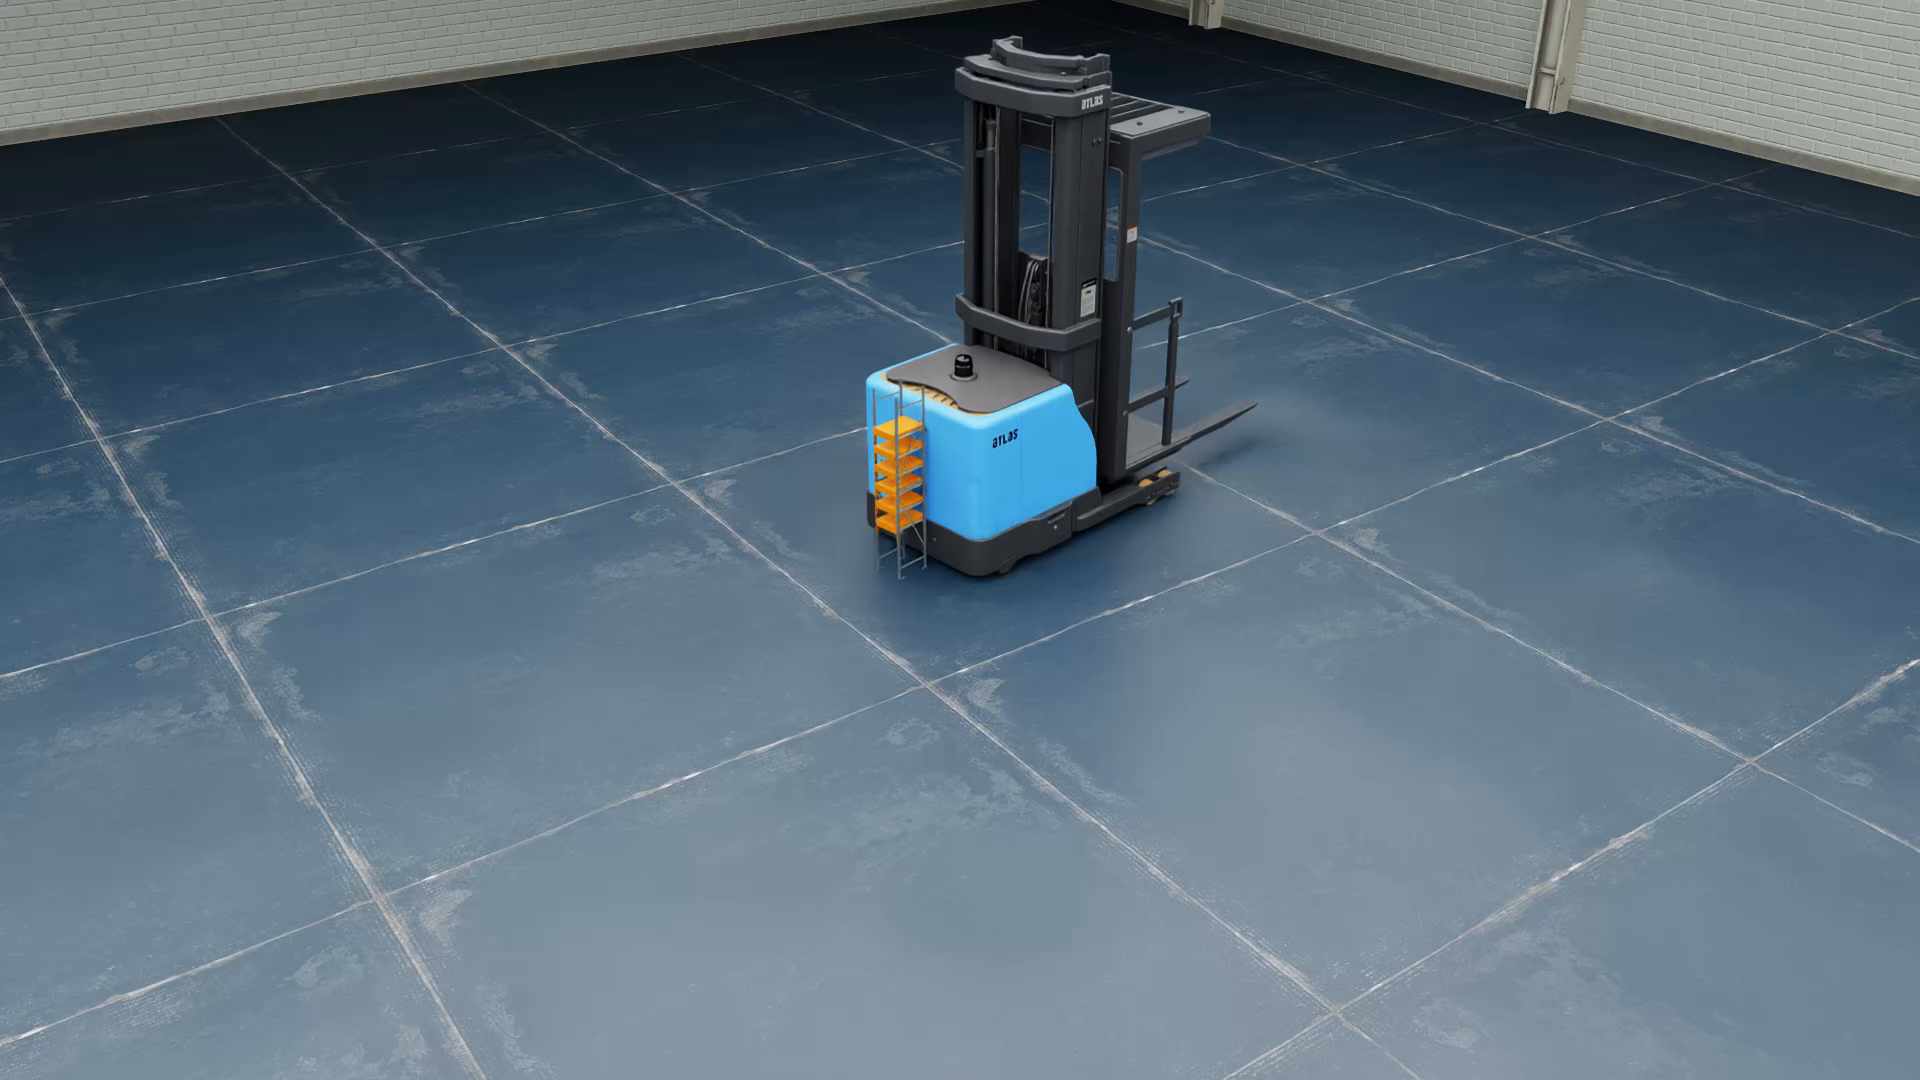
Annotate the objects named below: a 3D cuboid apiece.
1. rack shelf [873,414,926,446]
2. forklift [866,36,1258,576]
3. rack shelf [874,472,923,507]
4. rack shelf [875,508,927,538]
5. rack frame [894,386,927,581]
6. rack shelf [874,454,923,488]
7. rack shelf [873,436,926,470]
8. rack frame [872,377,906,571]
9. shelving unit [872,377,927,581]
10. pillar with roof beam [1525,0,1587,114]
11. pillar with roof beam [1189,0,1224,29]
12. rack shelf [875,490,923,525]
[{"bbox_3d":[-0.355,-0.629,9.716,0.180,0.103,0.258,25,37,37],"label":"rack shelf"},{"bbox_3d":[0.813,-1.674,10.489,3.031,2.935,1.130,-25,37,-38],"label":"forklift"},{"bbox_3d":[-0.355,-0.312,9.887,0.180,0.103,0.258,25,37,37],"label":"rack shelf"},{"bbox_3d":[-0.355,-0.101,10.002,0.180,0.103,0.258,25,37,37],"label":"rack shelf"},{"bbox_3d":[-0.289,-0.321,9.811,0.006,1.200,0.240,25,37,37],"label":"rack frame"},{"bbox_3d":[-0.355,-0.418,9.830,0.180,0.103,0.258,25,37,37],"label":"rack shelf"},{"bbox_3d":[-0.355,-0.523,9.773,0.180,0.103,0.258,25,37,37],"label":"rack shelf"},{"bbox_3d":[-0.421,-0.381,9.922,0.006,1.200,0.240,25,37,37],"label":"rack frame"},{"bbox_3d":[-0.355,-0.351,9.866,0.189,1.200,0.258,25,37,37],"label":"shelving unit"},{"bbox_3d":[3.564,-7.957,15.700,9.100,9.000,0.400,-19,34,-31],"label":"pillar with roof beam"},{"bbox_3d":[0.083,-10.290,19.995,9.100,9.000,0.400,-19,34,-31],"label":"pillar with roof beam"},{"bbox_3d":[-0.355,-0.207,9.945,0.180,0.103,0.258,25,37,37],"label":"rack shelf"}]
